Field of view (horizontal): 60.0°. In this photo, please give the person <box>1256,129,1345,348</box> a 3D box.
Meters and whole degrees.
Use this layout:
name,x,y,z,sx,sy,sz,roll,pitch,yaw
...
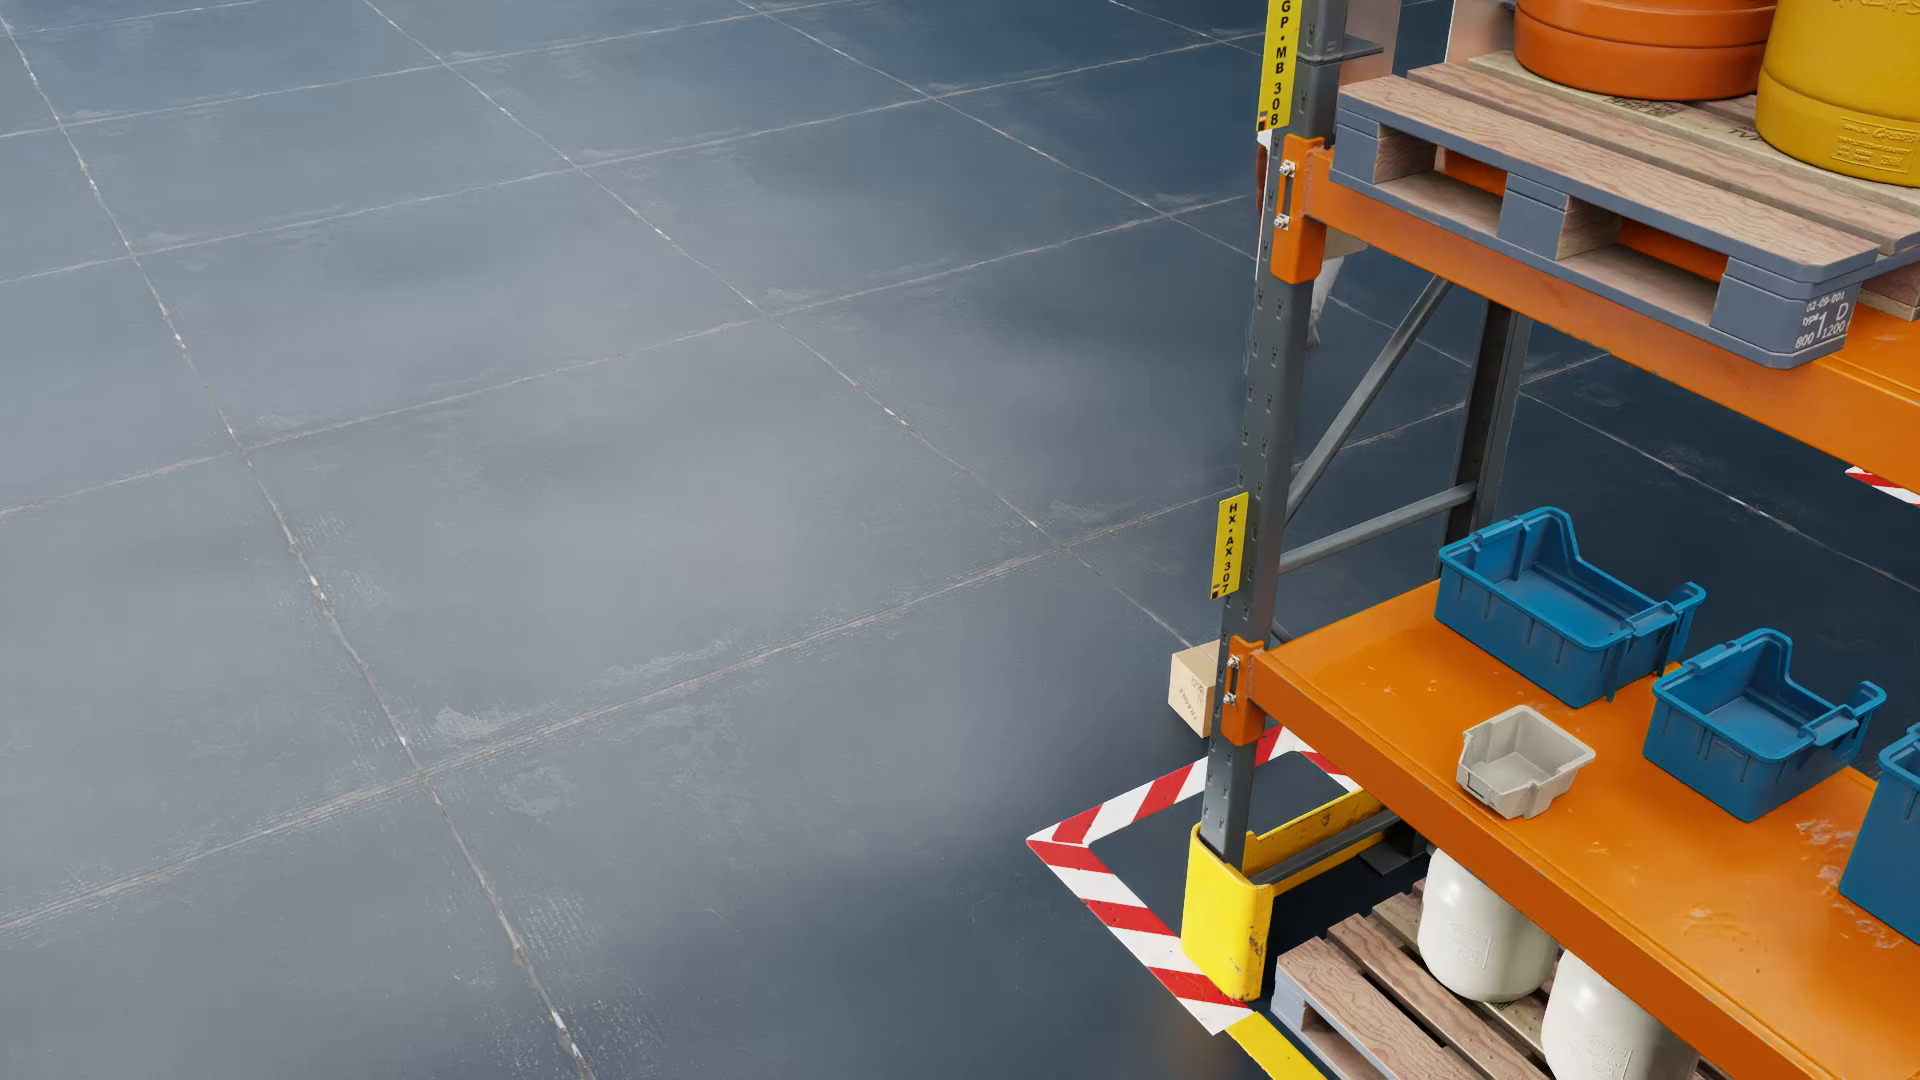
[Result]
name,x,y,z,sx,sy,sz,roll,pitch,yaw
person,1.902,-1.883,9.033,0.597,1.753,0.481,14,35,20
